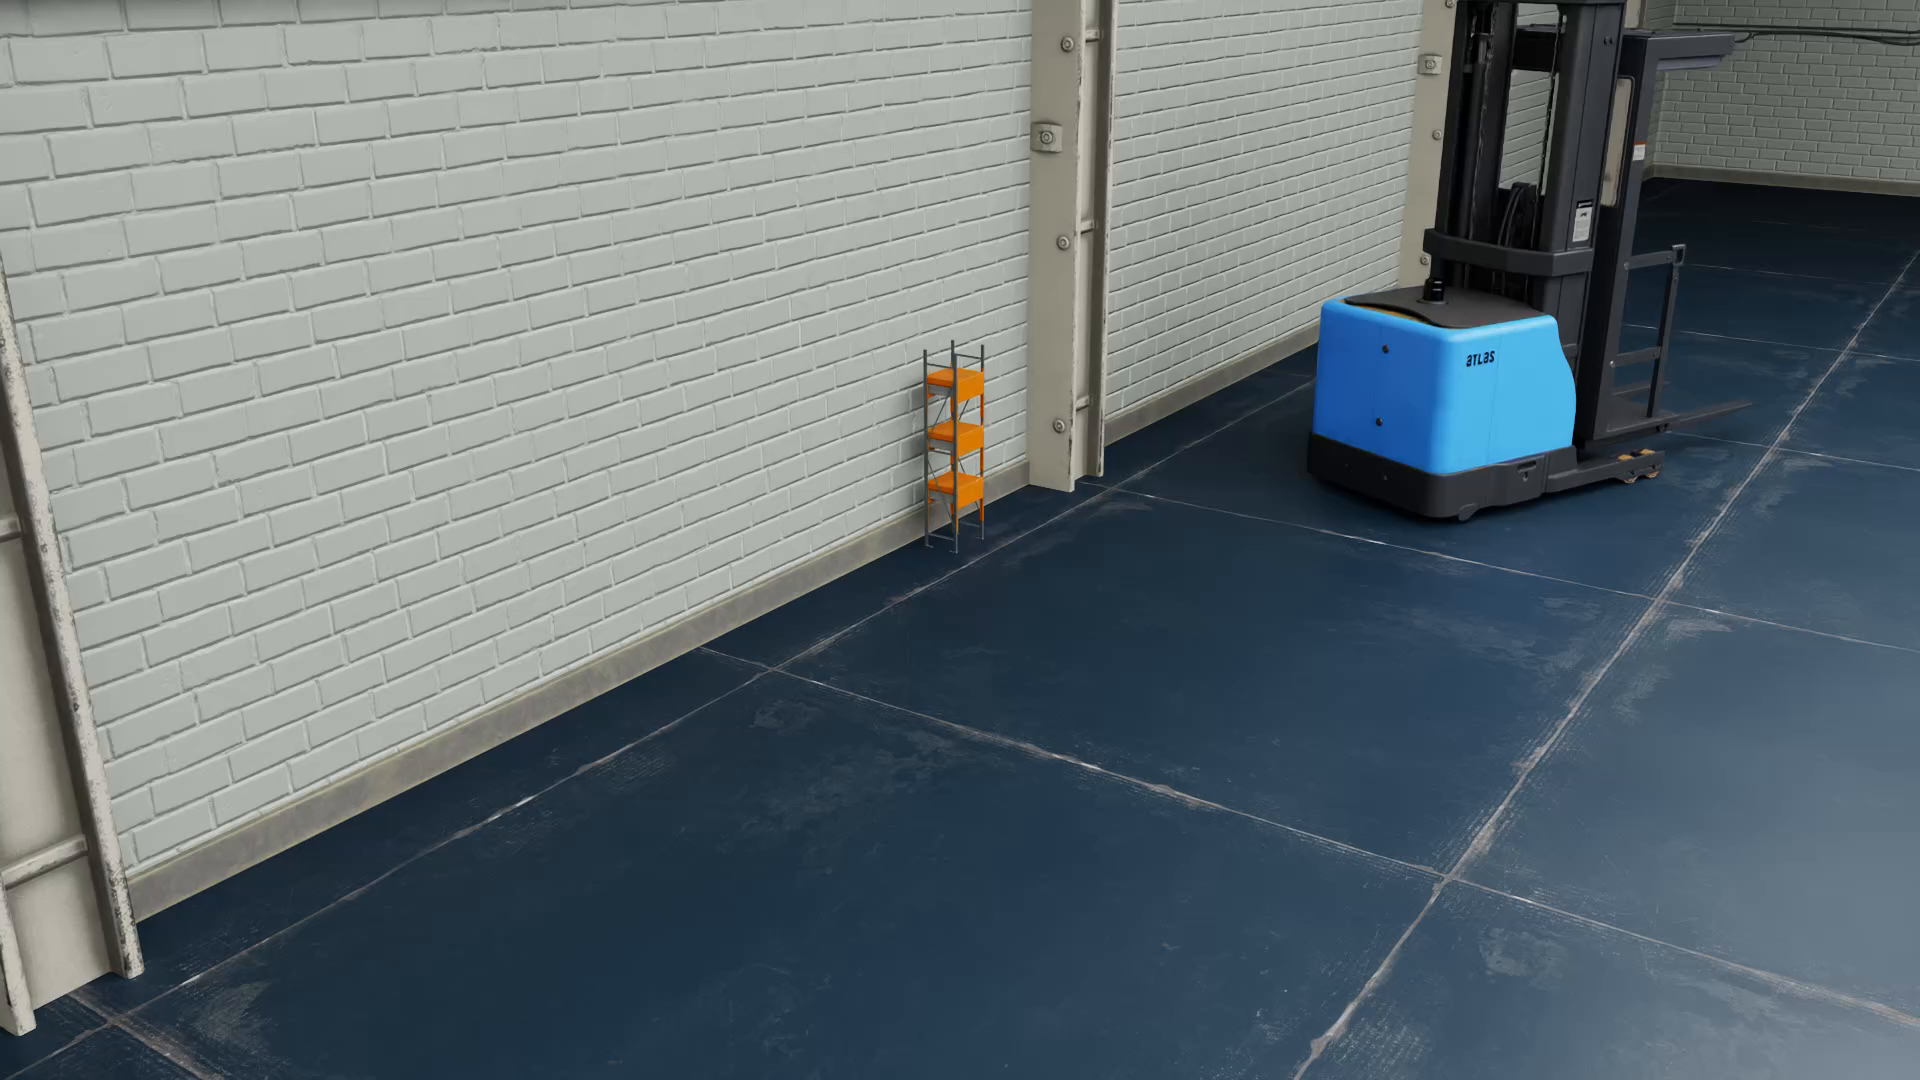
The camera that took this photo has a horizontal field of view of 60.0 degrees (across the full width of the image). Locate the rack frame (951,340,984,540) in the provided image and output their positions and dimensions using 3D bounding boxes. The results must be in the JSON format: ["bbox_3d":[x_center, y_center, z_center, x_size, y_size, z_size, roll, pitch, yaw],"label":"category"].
[{"bbox_3d":[0.039,-0.512,8.636,0.200,1.050,0.008,13,24,32],"label":"rack frame"}]

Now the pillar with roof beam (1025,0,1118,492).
[{"bbox_3d":[4.171,-3.740,5.906,9.100,9.000,0.400,13,24,32],"label":"pillar with roof beam"}]

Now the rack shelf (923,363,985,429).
[{"bbox_3d":[-0.030,-0.733,8.446,0.215,0.259,0.240,13,24,32],"label":"rack shelf"}]

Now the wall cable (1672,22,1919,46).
[{"bbox_3d":[10.106,-7.154,19.610,3.097,2.526,0.112,13,24,32],"label":"wall cable"}]

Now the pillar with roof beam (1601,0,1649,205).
[{"bbox_3d":[10.916,-7.183,15.214,9.100,9.000,0.400,13,24,32],"label":"pillar with roof beam"}]

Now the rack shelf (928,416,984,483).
[{"bbox_3d":[-0.030,-0.467,8.545,0.215,0.259,0.240,13,24,32],"label":"rack shelf"}]

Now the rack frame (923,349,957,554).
[{"bbox_3d":[-0.099,-0.442,8.447,0.200,1.050,0.008,13,24,32],"label":"rack frame"}]

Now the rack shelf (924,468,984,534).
[{"bbox_3d":[-0.030,-0.206,8.641,0.215,0.259,0.240,13,24,32],"label":"rack shelf"}]

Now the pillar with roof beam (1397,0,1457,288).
[{"bbox_3d":[7.544,-5.462,10.560,9.100,9.000,0.400,13,24,32],"label":"pillar with roof beam"}]

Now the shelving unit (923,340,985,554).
[{"bbox_3d":[-0.030,-0.477,8.541,0.215,1.050,0.252,13,24,32],"label":"shelving unit"}]

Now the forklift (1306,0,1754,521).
[{"bbox_3d":[3.530,-1.844,9.526,3.031,2.935,1.130,-12,24,-30],"label":"forklift"}]

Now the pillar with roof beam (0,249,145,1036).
[{"bbox_3d":[0.798,-2.019,1.252,9.100,9.000,0.400,13,24,32],"label":"pillar with roof beam"}]
